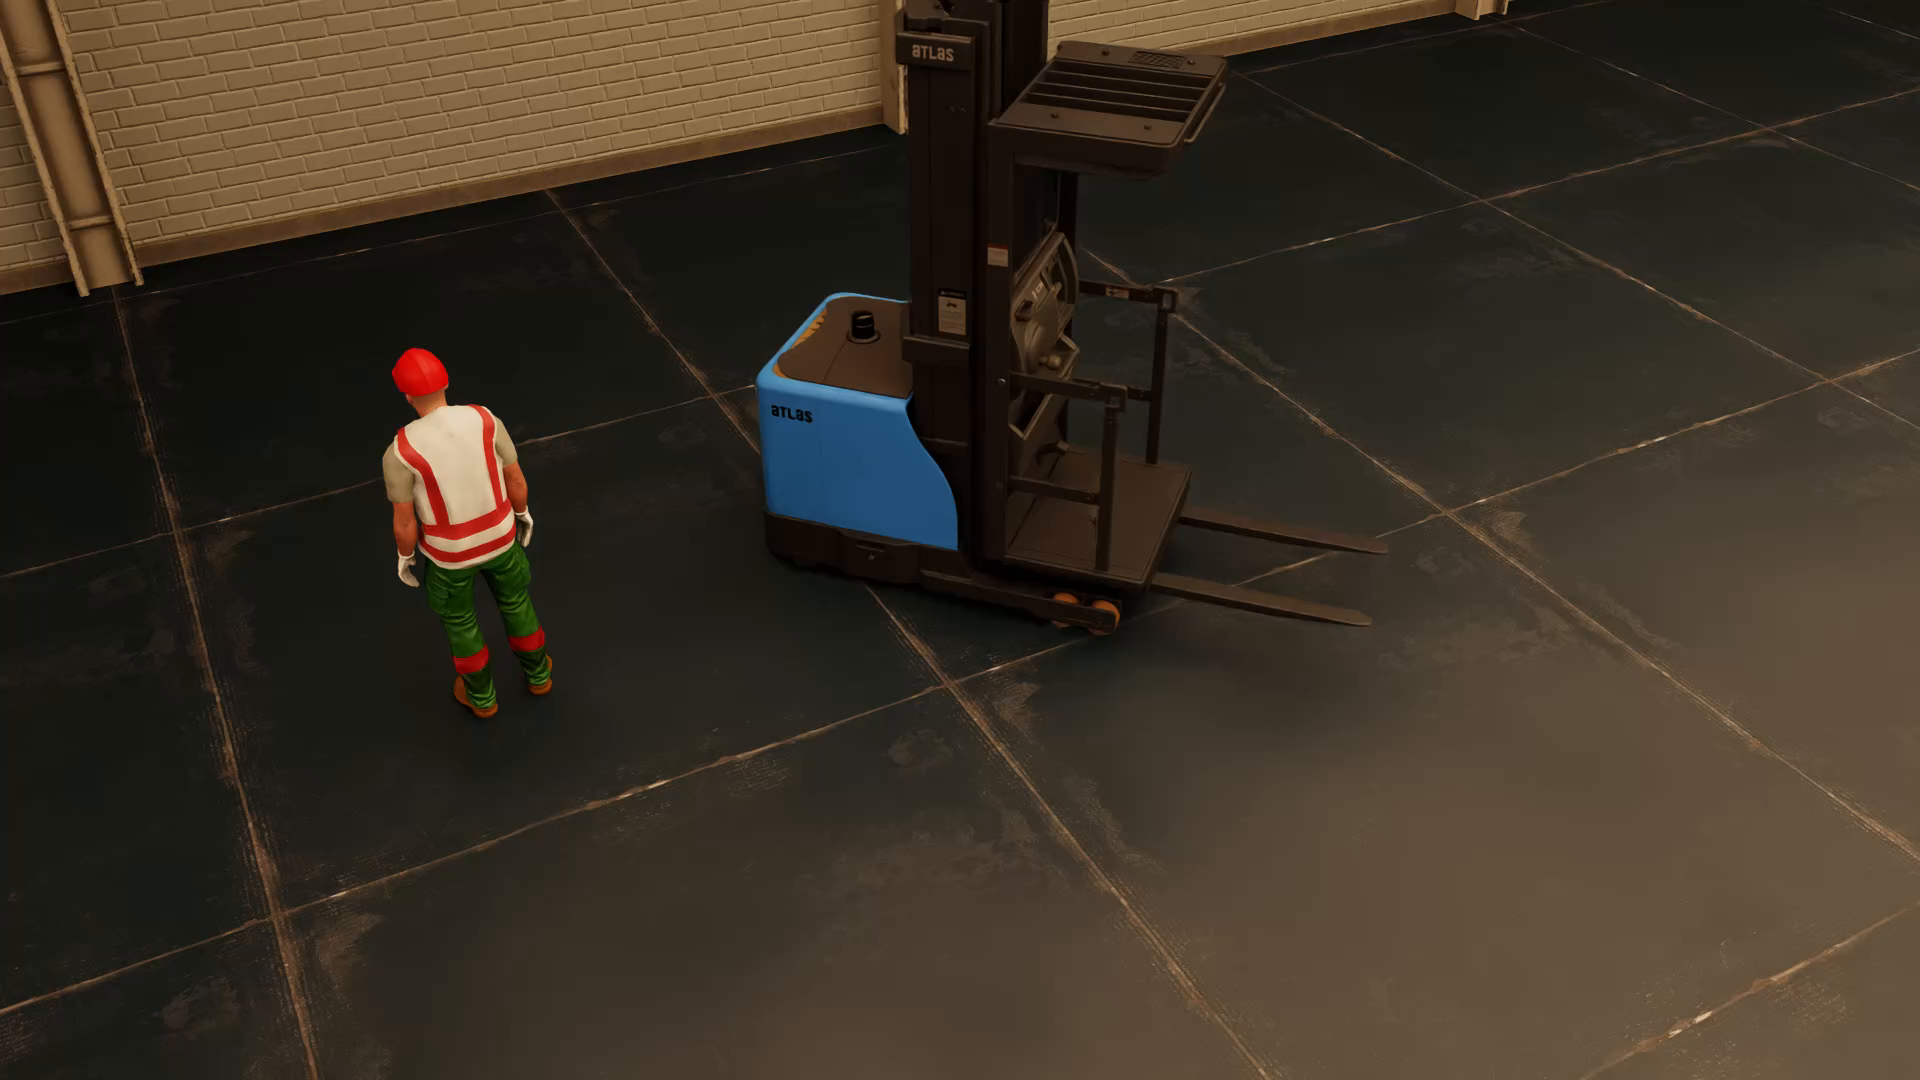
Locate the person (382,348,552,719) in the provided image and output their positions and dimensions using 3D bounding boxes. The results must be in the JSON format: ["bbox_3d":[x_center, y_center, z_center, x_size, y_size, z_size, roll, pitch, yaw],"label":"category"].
[{"bbox_3d":[-2.123,-0.009,7.137,0.618,1.779,0.451,-22,41,-28],"label":"person"}]

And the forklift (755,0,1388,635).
[{"bbox_3d":[0.579,-1.085,7.658,3.031,2.935,1.130,11,37,15],"label":"forklift"}]
